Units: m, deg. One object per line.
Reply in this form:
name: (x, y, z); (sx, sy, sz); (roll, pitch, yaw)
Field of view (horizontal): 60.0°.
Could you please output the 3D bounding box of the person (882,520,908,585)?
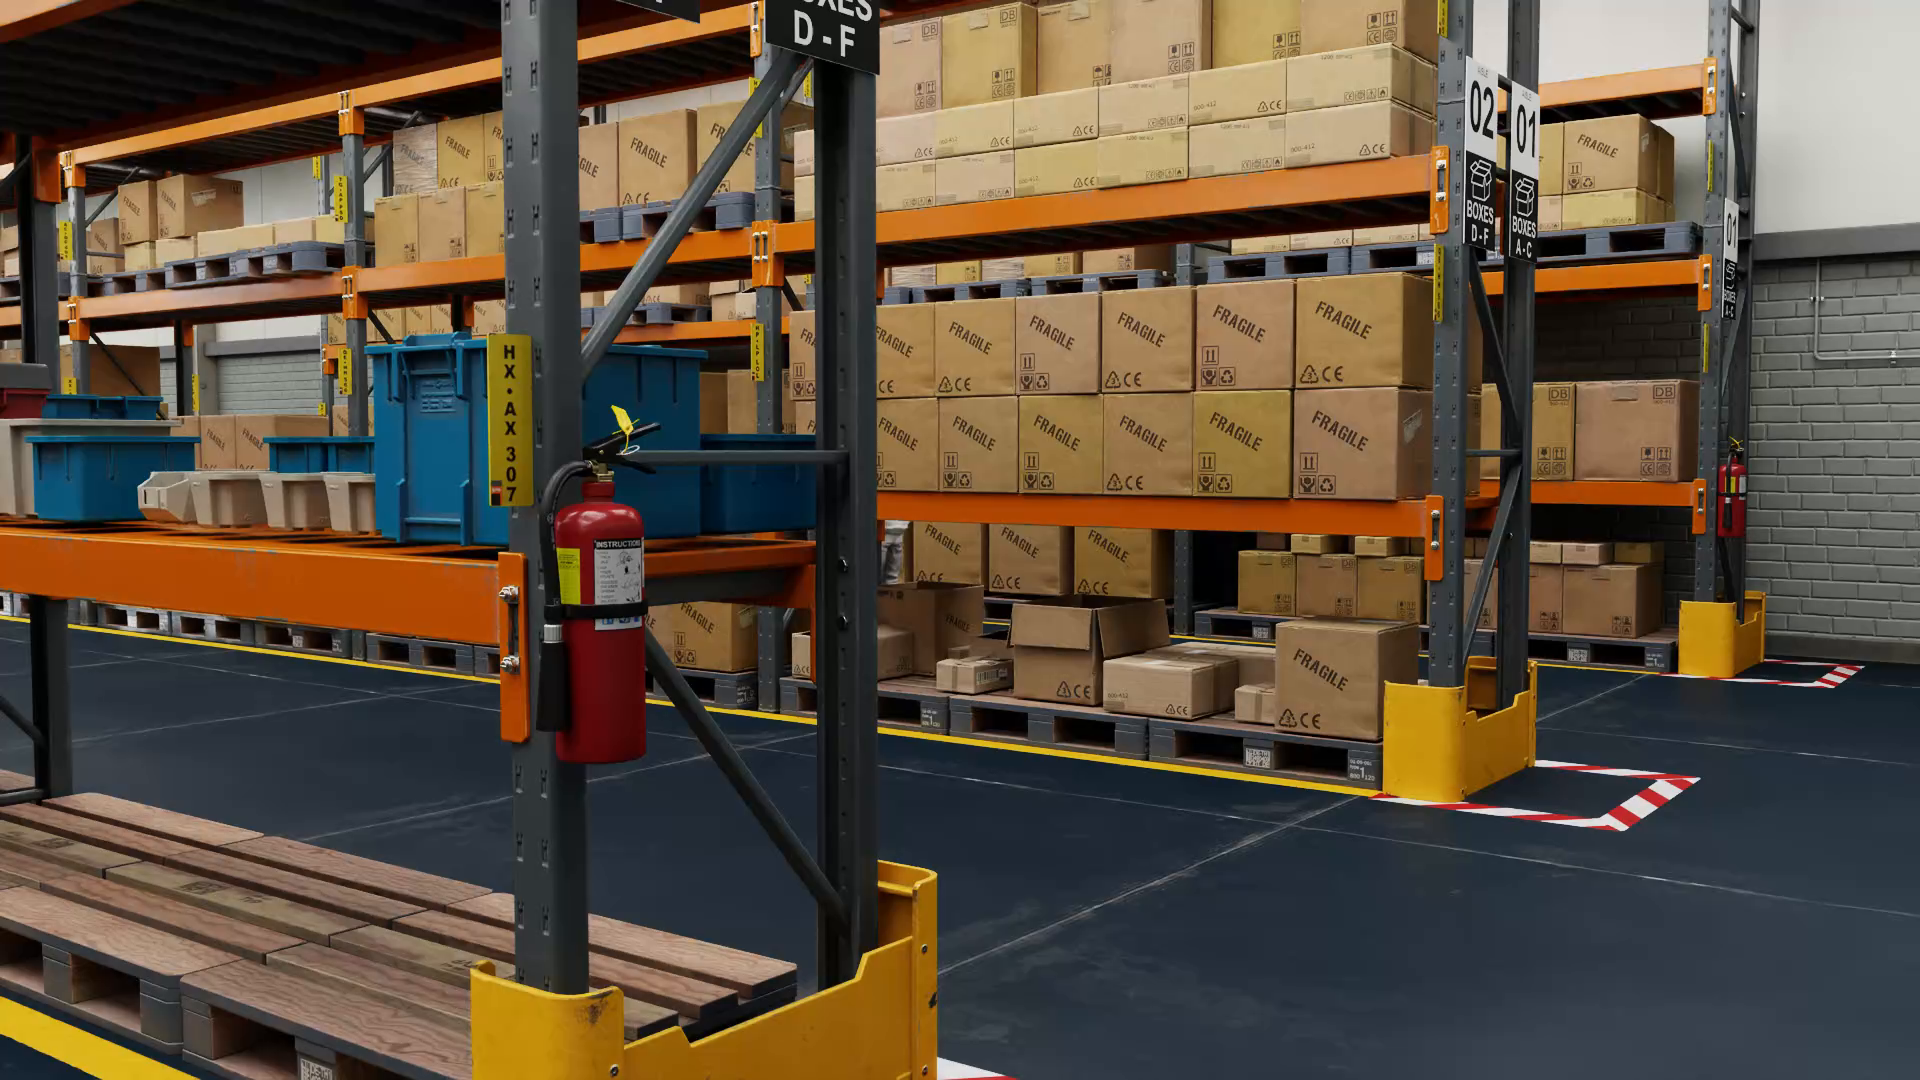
person: (-0.679, -0.063, 12.770); (0.559, 1.790, 0.504); (2, 4, 32)
